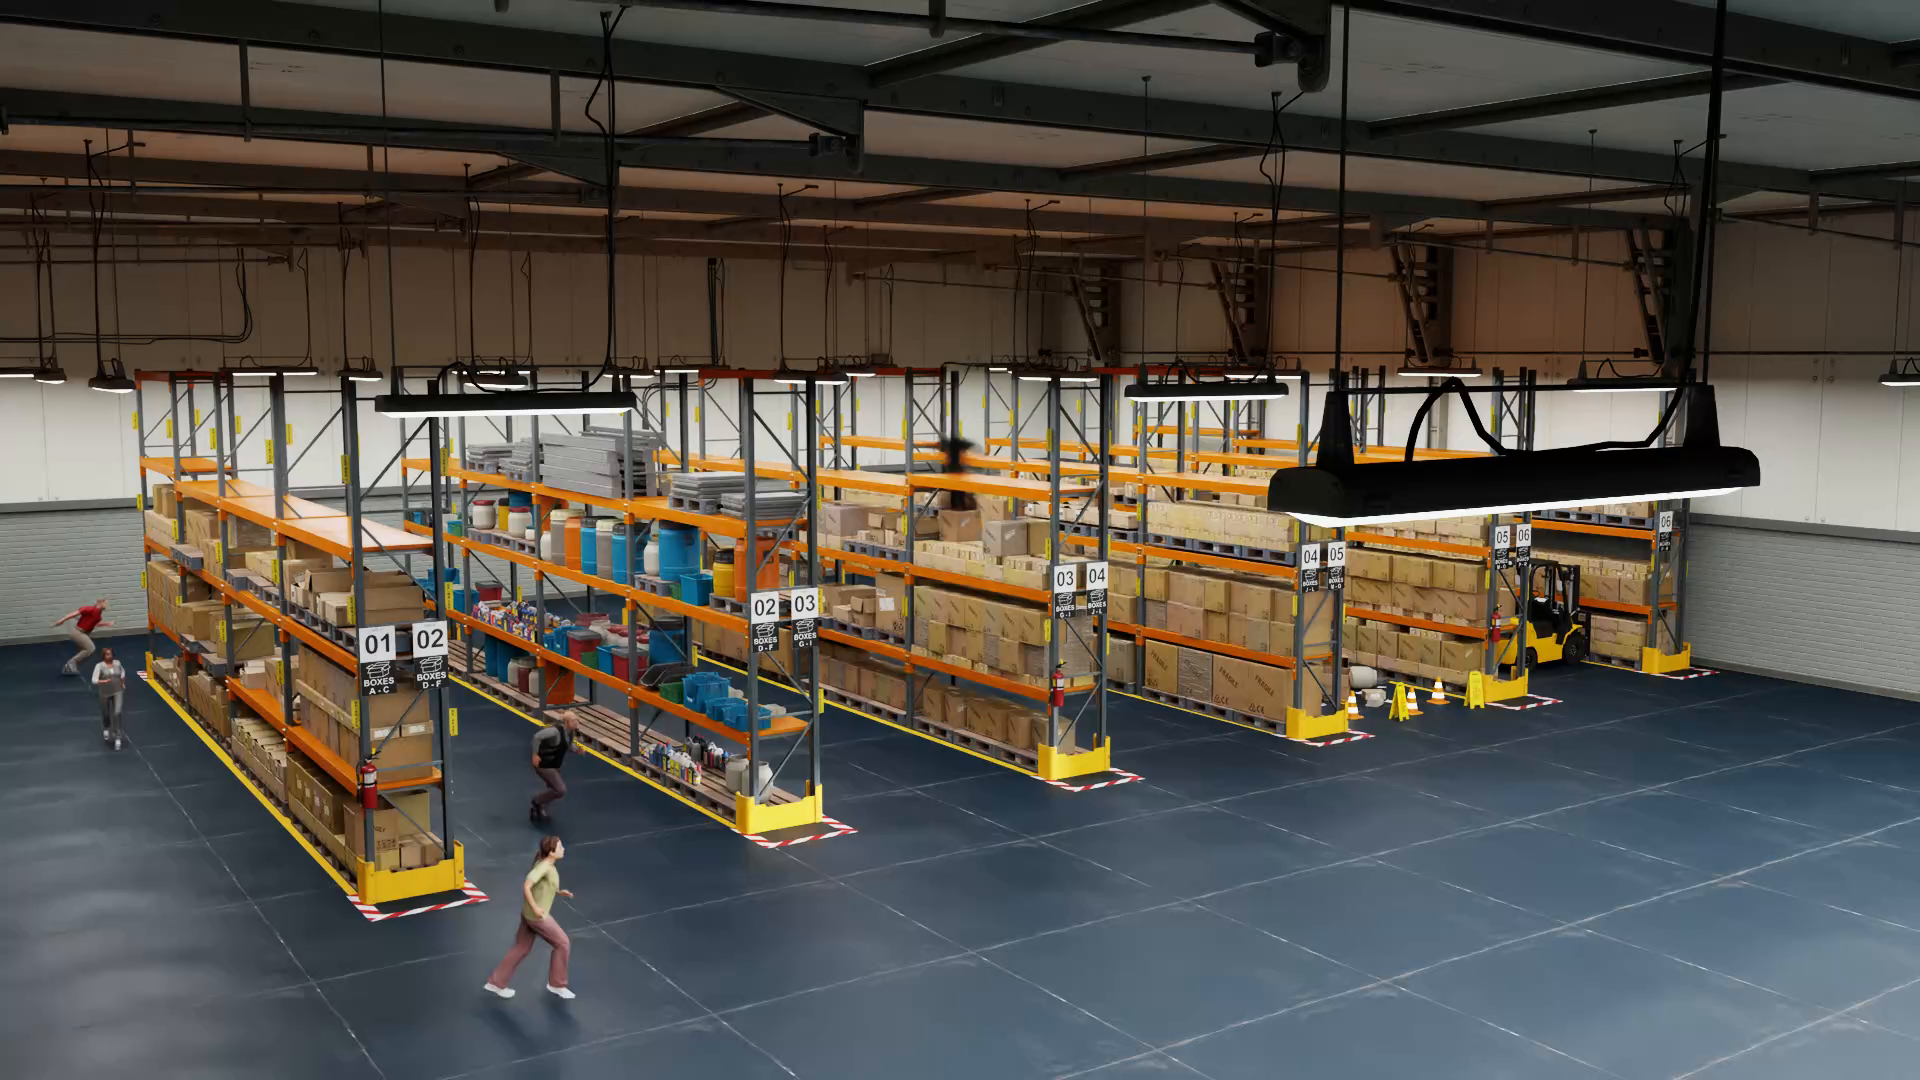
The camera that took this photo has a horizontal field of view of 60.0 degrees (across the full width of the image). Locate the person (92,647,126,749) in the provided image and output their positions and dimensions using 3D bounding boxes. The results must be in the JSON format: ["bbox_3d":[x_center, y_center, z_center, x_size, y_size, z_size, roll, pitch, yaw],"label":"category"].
[{"bbox_3d":[-13.665,2.500,26.722,0.510,1.609,0.861,-4,8,-34],"label":"person"}]

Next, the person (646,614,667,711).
[{"bbox_3d":[-5.305,2.166,29.578,0.580,1.732,0.724,-5,8,-37],"label":"person"}]

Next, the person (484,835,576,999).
[{"bbox_3d":[-4.205,3.712,16.198,0.872,1.669,0.602,-2,7,-16],"label":"person"}]

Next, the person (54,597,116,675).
[{"bbox_3d":[-17.188,1.887,32.767,1.019,1.486,0.703,-2,7,-15],"label":"person"}]

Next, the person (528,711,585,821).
[{"bbox_3d":[-5.446,3.053,22.276,0.858,1.546,0.693,2,7,18],"label":"person"}]
